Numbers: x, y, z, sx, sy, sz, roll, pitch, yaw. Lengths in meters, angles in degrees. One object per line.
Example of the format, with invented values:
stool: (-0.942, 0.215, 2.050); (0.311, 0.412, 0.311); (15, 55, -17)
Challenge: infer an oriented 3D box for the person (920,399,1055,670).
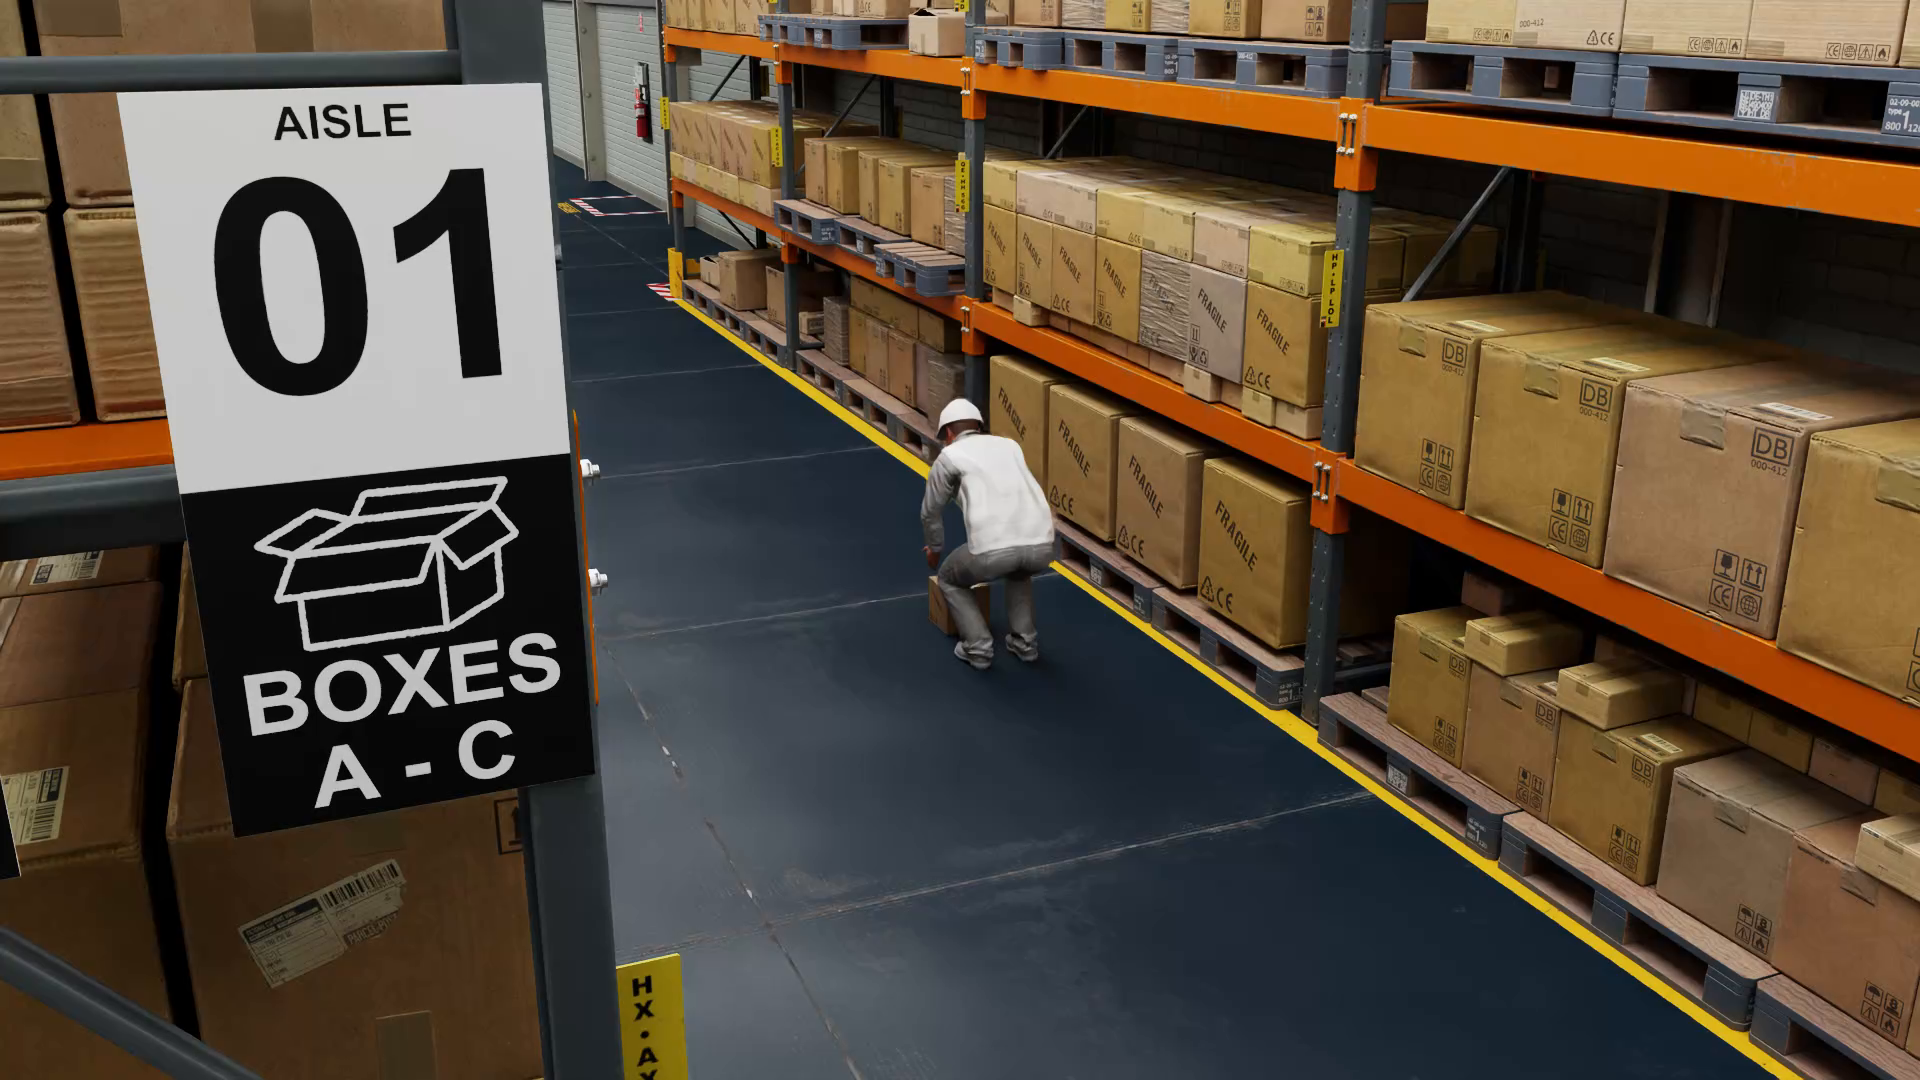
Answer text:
person: (0.120, -0.024, 8.384); (0.582, 1.268, 0.834); (-7, 20, -21)
